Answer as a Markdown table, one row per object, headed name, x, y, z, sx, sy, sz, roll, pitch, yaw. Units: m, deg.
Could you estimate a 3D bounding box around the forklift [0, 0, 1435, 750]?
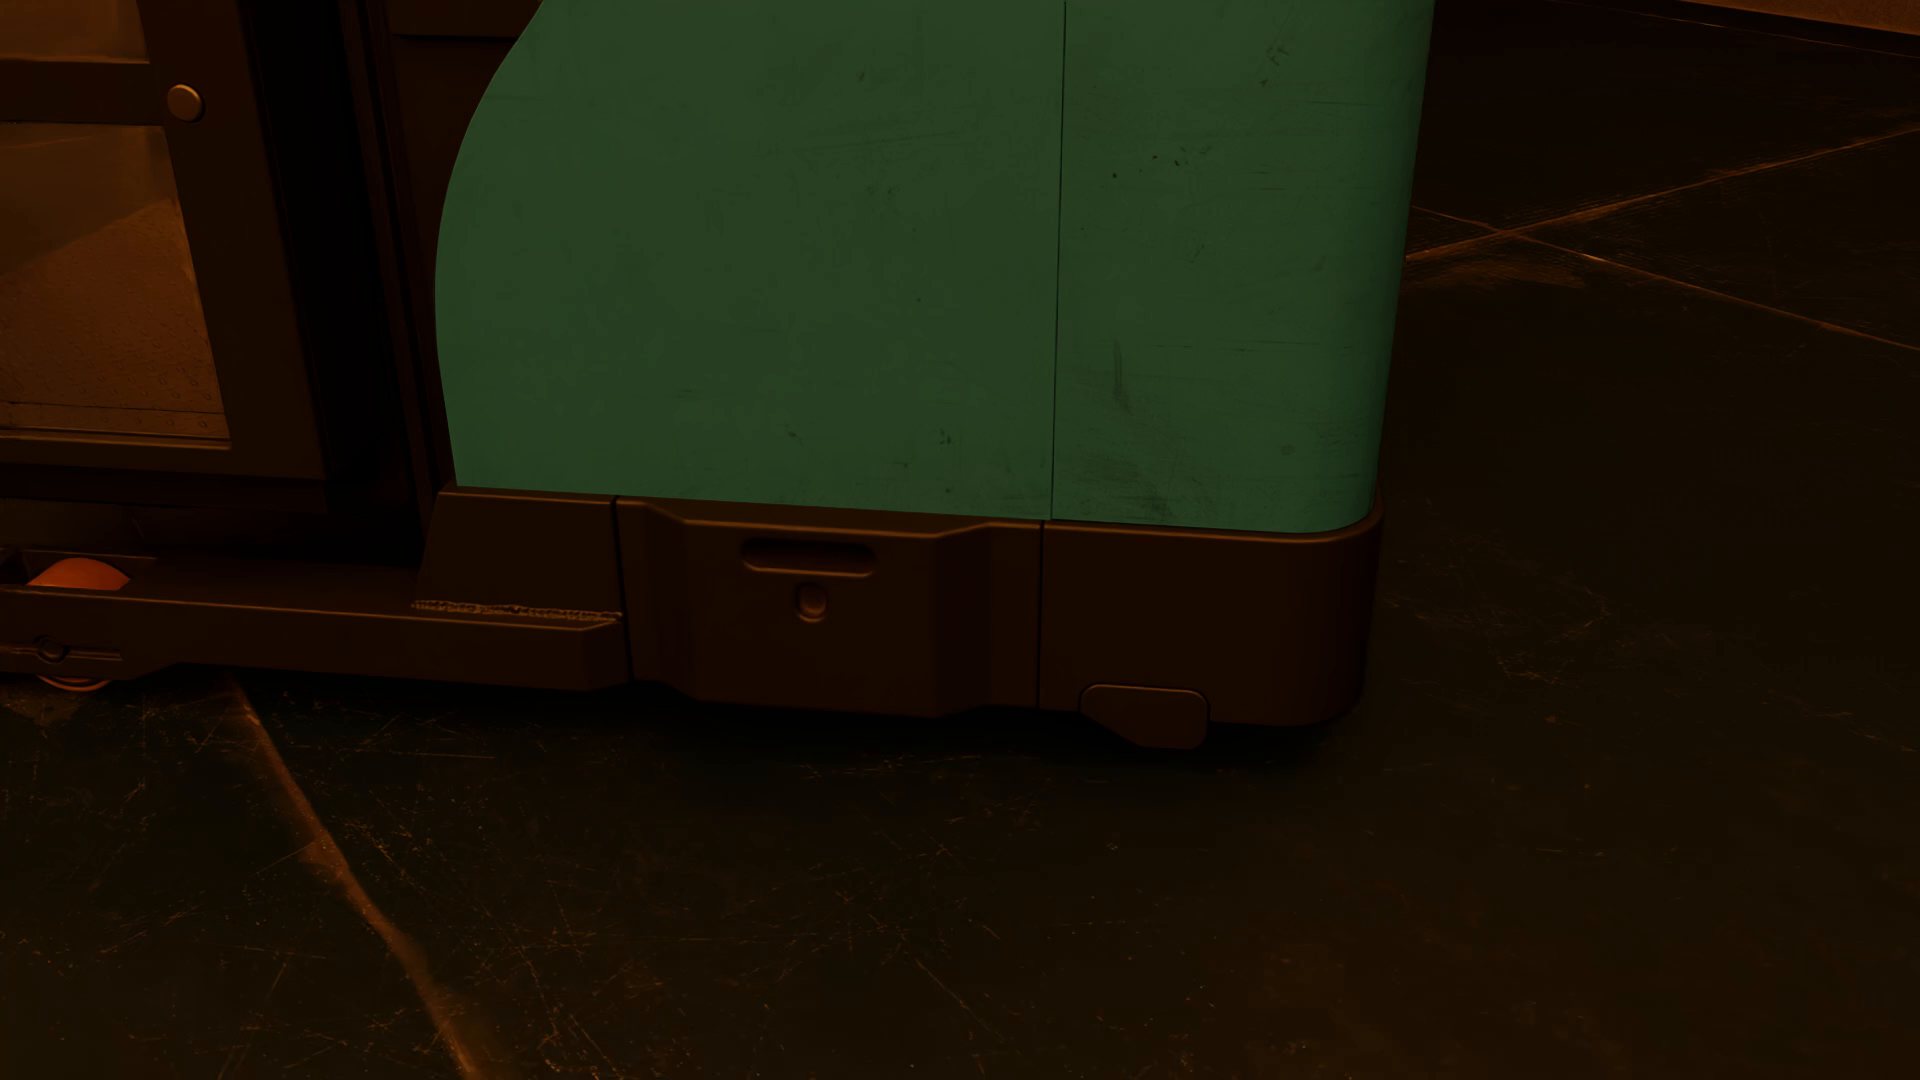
| name | x | y | z | sx | sy | sz | roll | pitch | yaw |
| --- | --- | --- | --- | --- | --- | --- | --- | --- | --- |
| forklift | -0.966 | -1.348 | 1.918 | 3.031 | 2.935 | 1.130 | 3 | 27 | 7 |
